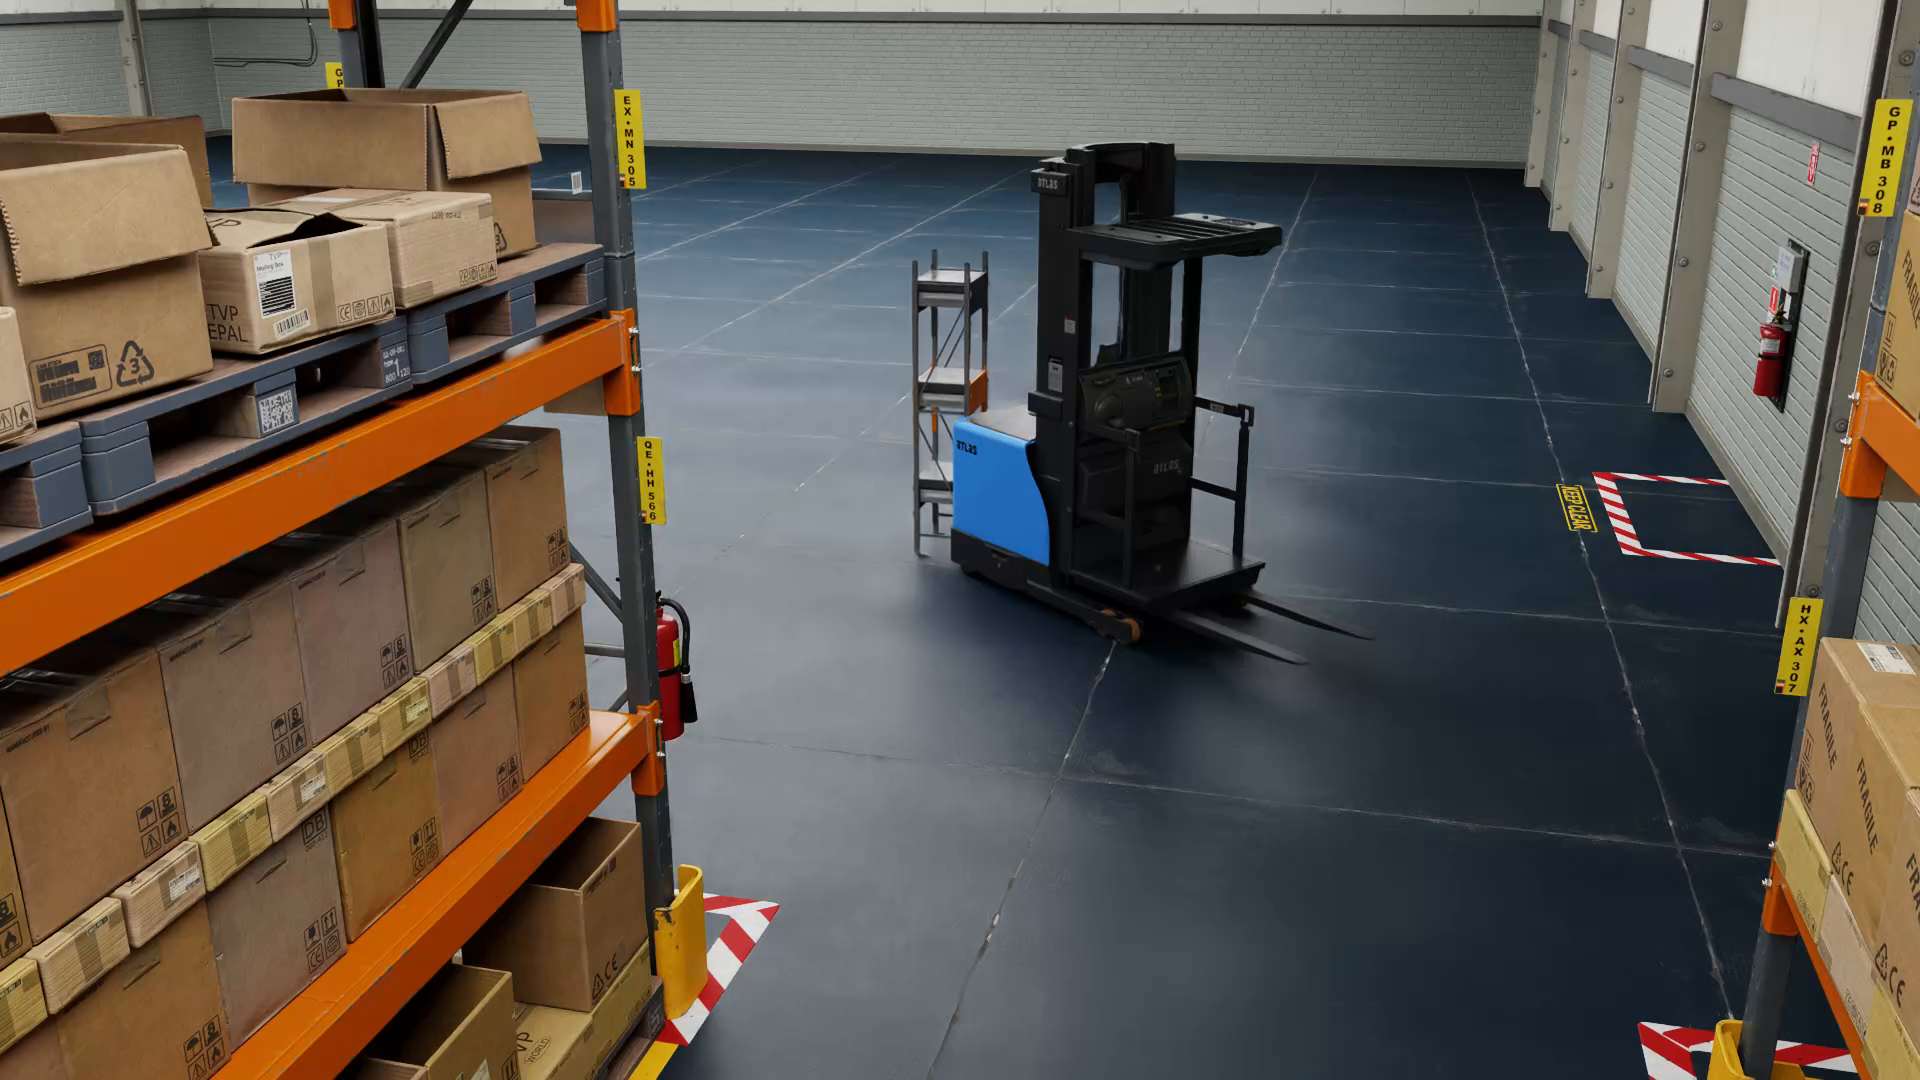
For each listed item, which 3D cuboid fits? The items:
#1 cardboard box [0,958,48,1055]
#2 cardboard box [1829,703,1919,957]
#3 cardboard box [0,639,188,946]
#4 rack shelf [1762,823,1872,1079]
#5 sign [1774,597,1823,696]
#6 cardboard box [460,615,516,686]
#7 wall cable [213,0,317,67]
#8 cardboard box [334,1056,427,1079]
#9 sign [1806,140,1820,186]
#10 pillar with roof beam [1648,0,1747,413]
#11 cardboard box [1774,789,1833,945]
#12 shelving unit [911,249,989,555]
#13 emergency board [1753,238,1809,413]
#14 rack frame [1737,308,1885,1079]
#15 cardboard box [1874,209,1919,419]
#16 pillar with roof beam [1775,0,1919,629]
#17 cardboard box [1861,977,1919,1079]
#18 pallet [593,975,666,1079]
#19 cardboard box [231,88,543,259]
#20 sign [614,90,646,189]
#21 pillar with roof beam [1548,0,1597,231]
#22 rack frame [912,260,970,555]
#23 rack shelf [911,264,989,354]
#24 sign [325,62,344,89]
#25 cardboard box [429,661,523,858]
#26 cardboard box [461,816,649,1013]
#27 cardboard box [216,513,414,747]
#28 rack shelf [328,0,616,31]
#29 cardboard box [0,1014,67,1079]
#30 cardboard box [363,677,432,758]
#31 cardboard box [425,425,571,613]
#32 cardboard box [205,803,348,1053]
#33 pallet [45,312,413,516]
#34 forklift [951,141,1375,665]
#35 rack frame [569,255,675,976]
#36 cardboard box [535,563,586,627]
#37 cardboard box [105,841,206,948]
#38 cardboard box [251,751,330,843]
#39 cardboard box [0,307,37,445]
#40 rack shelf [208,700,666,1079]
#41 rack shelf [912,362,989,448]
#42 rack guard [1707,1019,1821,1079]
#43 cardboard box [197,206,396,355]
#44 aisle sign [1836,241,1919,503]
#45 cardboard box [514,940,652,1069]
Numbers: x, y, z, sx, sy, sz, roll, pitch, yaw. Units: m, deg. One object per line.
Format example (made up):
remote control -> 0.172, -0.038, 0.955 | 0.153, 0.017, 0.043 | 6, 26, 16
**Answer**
cardboard box -> -2.179, 0.988, 3.497 | 0.380, 0.149, 0.250 | 4, 19, 13
cardboard box -> 2.625, 0.776, 4.317 | 0.500, 0.500, 0.500 | 5, 19, 14
cardboard box -> -2.271, 0.537, 3.814 | 0.700, 0.500, 0.500 | 5, 19, 13
rack shelf -> 2.675, 1.756, 3.518 | 1.077, 0.370, 4.000 | 5, 19, 13
sign -> 2.637, 0.337, 5.222 | 0.100, 0.325, 0.005 | 5, 19, 13
cardboard box -> -1.675, 0.342, 5.388 | 0.380, 0.149, 0.250 | 4, 19, 13
wall cable -> -17.382, -13.002, 41.136 | 3.097, 2.526, 0.112 | 5, 19, 13
cardboard box -> -1.837, 1.809, 4.693 | 0.500, 0.500, 0.500 | 5, 19, 13
sign -> 6.037, -2.667, 11.769 | 0.001, 0.298, 0.199 | 5, 19, 13
pillar with roof beam -> 2.589, -5.863, 15.432 | 9.100, 9.000, 0.400 | 5, 19, 13
cardboard box -> 2.736, 0.978, 4.883 | 0.500, 0.250, 0.500 | 4, 19, 12
shelving unit -> -0.066, -0.954, 11.732 | 0.431, 2.100, 0.503 | 5, 19, 14
emergency board -> 5.938, -1.575, 12.159 | 0.194, 1.169, 0.643 | 5, 19, 13
rack frame -> 3.164, 0.789, 5.237 | 1.000, 3.000, 0.127 | 5, 19, 13
cardboard box -> 2.839, -0.602, 4.483 | 0.500, 0.500, 0.500 | 5, 20, 15
pillar with roof beam -> 1.123, -3.983, 9.926 | 9.100, 9.000, 0.400 | 5, 19, 13
cardboard box -> 2.493, 1.302, 3.937 | 0.500, 0.250, 0.500 | 4, 19, 13
pallet -> -1.787, 1.962, 6.118 | 1.003, 0.211, 1.213 | 5, 19, 13
cardboard box -> -1.785, -1.154, 5.260 | 0.797, 0.503, 0.637 | 6, 20, 17
sign -> -1.118, -1.355, 5.625 | 0.100, 0.325, 0.005 | 5, 19, 13
pillar with roof beam -> 5.521, -9.624, 26.443 | 9.100, 9.000, 0.400 | 5, 19, 13
rack frame -> -0.129, -0.878, 11.509 | 0.400, 2.100, 0.015 | 5, 19, 14
rack shelf -> -0.066, -1.604, 11.511 | 0.431, 0.518, 0.480 | 5, 19, 14
sign -> -2.178, -1.517, 5.873 | 0.100, 0.325, 0.005 | 5, 19, 13
cardboard box -> -1.891, 0.662, 5.454 | 0.700, 0.500, 0.500 | 5, 20, 15
cardboard box -> -1.483, 1.338, 6.073 | 0.500, 0.500, 0.500 | 5, 19, 13
cardboard box -> -2.026, 0.223, 4.732 | 0.700, 0.500, 0.500 | 5, 19, 14
rack shelf -> -2.130, -1.283, 3.754 | 1.077, 0.370, 4.000 | 5, 19, 13
cardboard box -> -2.393, 1.300, 3.586 | 0.700, 0.500, 0.500 | 4, 19, 13
cardboard box -> -1.802, 0.503, 4.916 | 0.380, 0.149, 0.250 | 5, 20, 15
cardboard box -> -1.780, -0.100, 5.679 | 0.700, 0.500, 0.500 | 5, 19, 14
cardboard box -> -2.143, 0.983, 4.516 | 0.700, 0.500, 0.500 | 5, 20, 15
pallet -> -2.135, -0.375, 4.142 | 1.003, 0.211, 1.213 | 5, 19, 13
forklift -> 1.249, -0.918, 10.341 | 1.130, 2.935, 3.031 | -15, 24, -36
rack frame -> -1.641, 0.399, 6.379 | 1.000, 3.000, 0.127 | 5, 19, 13
cardboard box -> -1.550, 0.180, 5.863 | 0.380, 0.149, 0.250 | 4, 19, 12
cardboard box -> -2.054, 0.825, 3.972 | 0.380, 0.149, 0.250 | 4, 19, 12
cardboard box -> -1.926, 0.666, 4.439 | 0.380, 0.149, 0.250 | 4, 19, 13
cardboard box -> -2.108, -0.296, 3.044 | 0.500, 0.311, 0.500 | 4, 19, 10
rack shelf -> -2.130, 1.366, 4.660 | 1.077, 0.370, 4.000 | 5, 19, 13
rack shelf -> -0.066, -0.941, 11.737 | 0.431, 0.518, 0.480 | 5, 19, 14
rack guard -> 3.145, 1.996, 5.571 | 1.175, 0.500, 0.348 | 5, 19, 13
cardboard box -> -1.802, -0.687, 4.190 | 0.500, 0.311, 0.500 | 7, 20, 20
aisle sign -> 2.890, -0.487, 4.952 | 0.394, 0.787, 0.004 | 5, 19, 13
cardboard box -> -1.485, 1.693, 6.195 | 0.500, 0.250, 0.500 | 5, 19, 13
